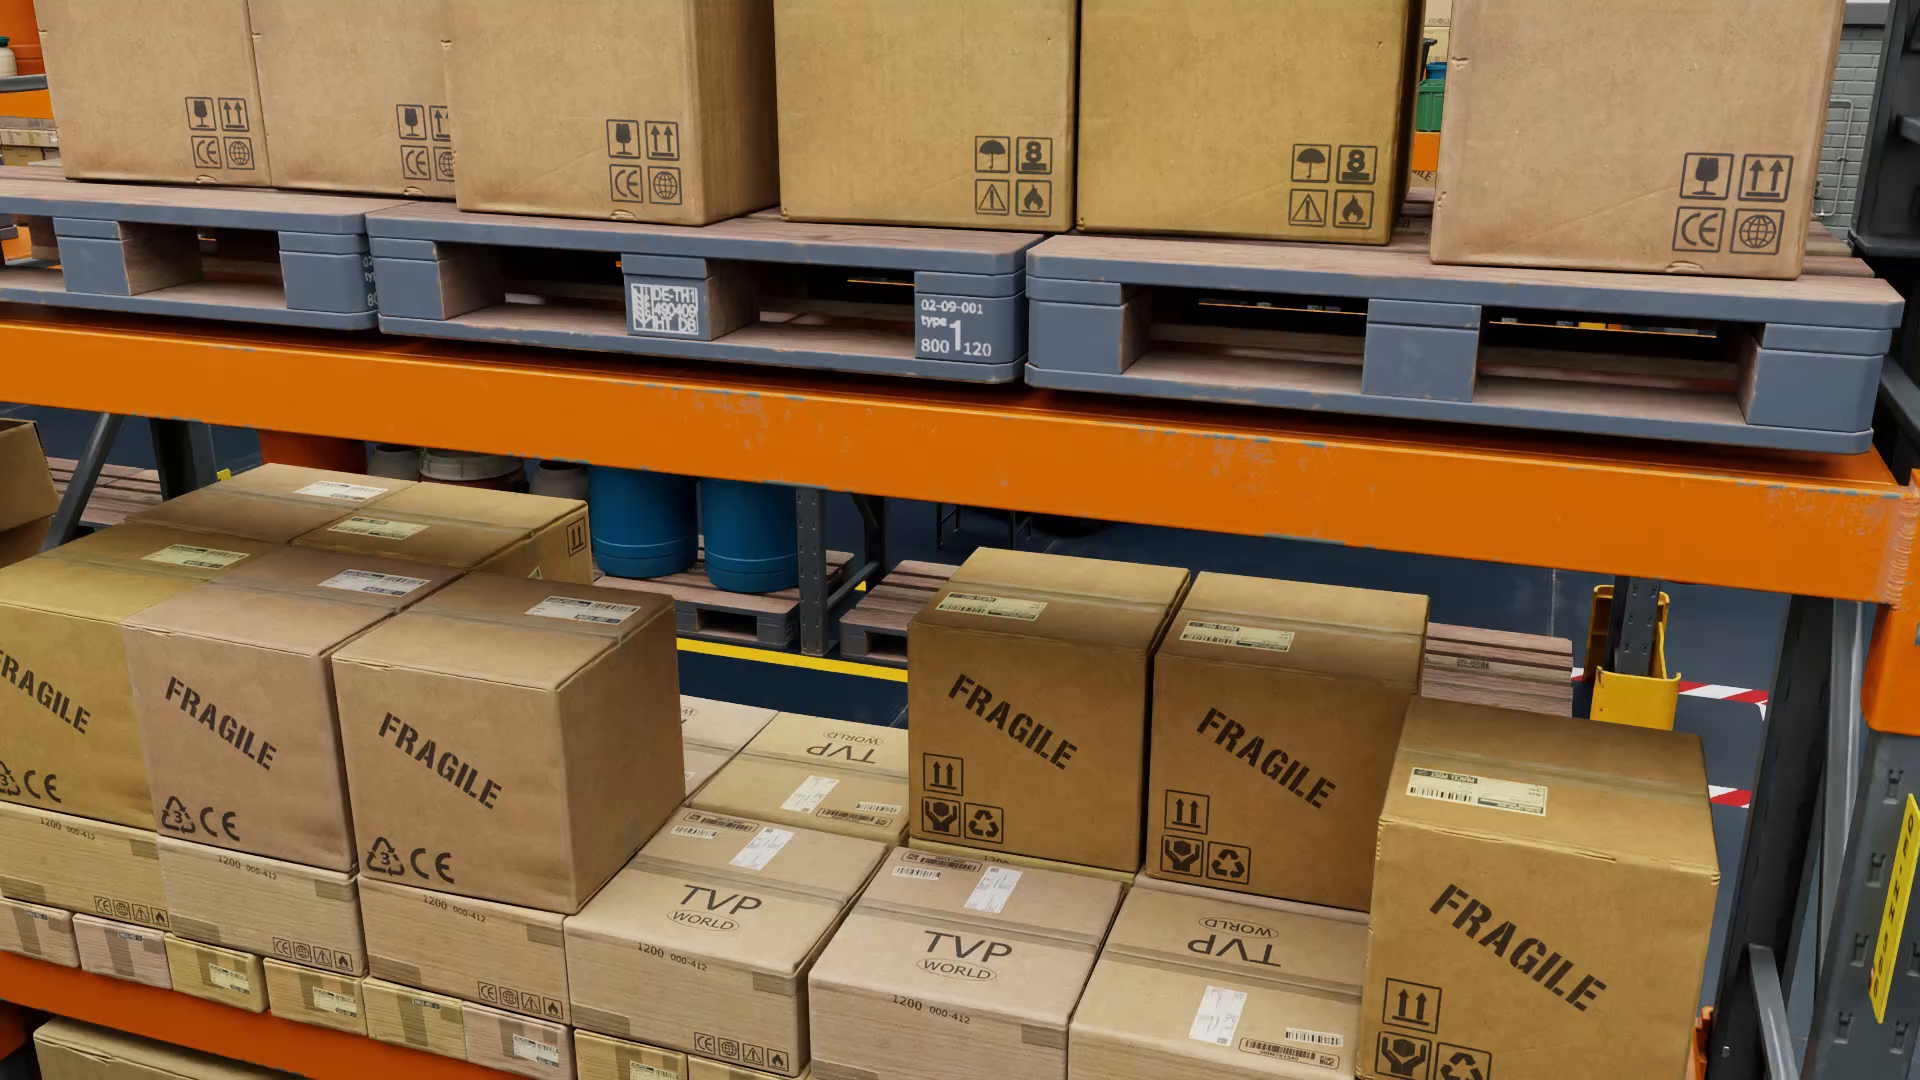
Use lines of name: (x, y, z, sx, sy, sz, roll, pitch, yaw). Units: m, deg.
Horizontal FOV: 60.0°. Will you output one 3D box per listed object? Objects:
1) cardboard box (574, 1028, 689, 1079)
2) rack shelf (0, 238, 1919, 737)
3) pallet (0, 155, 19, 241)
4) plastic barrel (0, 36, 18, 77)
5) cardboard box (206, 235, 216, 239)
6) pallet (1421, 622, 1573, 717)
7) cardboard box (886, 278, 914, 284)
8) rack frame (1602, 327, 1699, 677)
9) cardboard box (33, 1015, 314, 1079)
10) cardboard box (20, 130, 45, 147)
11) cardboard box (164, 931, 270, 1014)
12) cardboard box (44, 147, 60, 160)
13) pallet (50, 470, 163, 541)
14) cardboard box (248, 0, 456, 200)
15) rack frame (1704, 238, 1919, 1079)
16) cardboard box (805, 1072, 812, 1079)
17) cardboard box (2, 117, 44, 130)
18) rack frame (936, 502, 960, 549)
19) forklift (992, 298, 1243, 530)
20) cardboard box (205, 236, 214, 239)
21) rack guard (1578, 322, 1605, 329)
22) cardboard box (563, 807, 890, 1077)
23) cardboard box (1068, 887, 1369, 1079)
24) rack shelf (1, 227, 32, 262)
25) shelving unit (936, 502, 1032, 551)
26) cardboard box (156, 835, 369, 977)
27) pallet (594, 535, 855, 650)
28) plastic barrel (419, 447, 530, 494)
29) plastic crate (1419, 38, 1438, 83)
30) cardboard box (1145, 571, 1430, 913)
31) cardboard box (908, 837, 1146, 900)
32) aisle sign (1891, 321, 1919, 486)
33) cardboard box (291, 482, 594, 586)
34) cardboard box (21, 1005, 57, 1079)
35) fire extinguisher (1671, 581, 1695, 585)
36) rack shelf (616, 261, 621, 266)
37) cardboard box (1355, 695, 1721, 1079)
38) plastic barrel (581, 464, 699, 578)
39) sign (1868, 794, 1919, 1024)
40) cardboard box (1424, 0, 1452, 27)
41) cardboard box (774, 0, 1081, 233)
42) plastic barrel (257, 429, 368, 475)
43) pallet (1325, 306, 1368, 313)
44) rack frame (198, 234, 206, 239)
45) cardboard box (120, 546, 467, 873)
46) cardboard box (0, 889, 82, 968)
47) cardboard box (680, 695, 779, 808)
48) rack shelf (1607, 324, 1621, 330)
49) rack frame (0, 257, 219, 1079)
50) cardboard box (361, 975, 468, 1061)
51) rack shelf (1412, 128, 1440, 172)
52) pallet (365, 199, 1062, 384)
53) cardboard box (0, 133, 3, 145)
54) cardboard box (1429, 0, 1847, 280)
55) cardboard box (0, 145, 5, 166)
cardboard box: (-0.604, 1.010, 3.504, 0.250, 0.149, 0.380, 6, 20, 16)
rack shelf: (-0.358, -0.273, 3.337, 4.000, 0.370, 1.077, 7, 20, 18)
pallet: (-3.130, -0.822, 4.110, 1.217, 0.209, 0.805, 6, 20, 16)
plastic barrel: (-5.678, -2.800, 9.705, 0.301, 0.262, 0.301, 0, 19, 0)
cardboard box: (-7.360, -2.809, 16.478, 0.500, 0.500, 0.500, 7, 20, 18)
pallet: (2.390, 0.696, 8.260, 1.213, 0.211, 1.003, 7, 20, 18)
cardboard box: (-0.314, -2.109, 14.060, 0.500, 0.250, 0.500, 7, 20, 18)
rack frame: (3.157, -0.520, 7.511, 0.127, 3.000, 1.000, 7, 20, 18)
cardboard box: (-1.650, 1.489, 4.337, 0.875, 0.875, 0.875, 7, 20, 18)
cardboard box: (-8.811, -3.894, 16.052, 0.250, 0.149, 0.380, 6, 20, 17)
cardboard box: (-1.580, 0.899, 3.823, 0.250, 0.149, 0.380, 7, 20, 20)
cardboard box: (-8.428, -3.614, 16.236, 0.500, 0.500, 0.700, 7, 20, 20)
pallet: (-5.119, -0.163, 10.724, 1.213, 0.211, 1.003, 7, 20, 18)
cardboard box: (-0.982, -0.996, 3.377, 0.500, 0.500, 0.700, 8, 21, 21)
rack frame: (1.531, 1.020, 3.093, 0.127, 3.000, 1.000, 7, 20, 18)
cardboard box: (-0.124, 1.065, 3.346, 0.250, 0.149, 0.380, 7, 20, 18)
cardboard box: (-8.867, -4.278, 16.170, 0.500, 0.500, 0.700, 7, 20, 18)
rack frame: (-0.074, -1.000, 10.255, 0.015, 2.100, 0.400, 7, 20, 18)
forklift: (1.352, -1.854, 11.441, 1.130, 2.935, 3.031, 17, 25, 40)
cardboard box: (-7.528, -2.650, 16.021, 0.500, 0.500, 0.500, 7, 20, 18)
rack guard: (6.430, -2.417, 16.752, 0.348, 0.500, 1.175, 7, 20, 18)
cardboard box: (-0.467, 0.816, 3.455, 0.500, 0.250, 0.500, 7, 20, 18)
cardboard box: (0.507, 0.925, 3.140, 0.500, 0.250, 0.500, 6, 20, 17)
rack shelf: (-4.137, -0.705, 4.577, 4.000, 0.370, 1.077, 7, 20, 18)
shelving unit: (0.156, -0.974, 10.179, 0.503, 2.100, 0.431, 7, 20, 18)
cardboard box: (-1.421, 0.706, 3.770, 0.500, 0.250, 0.500, 6, 20, 18)
pallet: (-1.337, 0.268, 9.486, 1.213, 0.211, 1.003, 7, 20, 18)
plastic barrel: (-2.866, -0.274, 9.831, 0.708, 0.588, 0.600, 7, 20, 18)
plastic crate: (1.804, -2.158, 7.746, 0.767, 0.338, 0.504, 7, 20, 18)
cardboard box: (0.694, 0.406, 3.490, 0.500, 0.500, 0.500, 6, 20, 17)
cardboard box: (0.200, 0.705, 3.772, 0.500, 0.250, 0.500, 6, 20, 16)
aisle sign: (1.698, -0.293, 2.910, 0.004, 0.787, 0.394, 7, 20, 18)
cardboard box: (-1.253, 0.186, 4.122, 0.500, 0.500, 0.500, 7, 20, 19)
cardboard box: (-2.858, 1.330, 4.794, 0.875, 0.875, 1.225, 7, 20, 18)
fire extinguisher: (3.150, -0.150, 7.133, 0.183, 0.674, 0.296, 7, 20, 18)
rack shelf: (-0.882, -2.368, 13.906, 4.000, 0.370, 1.077, 7, 20, 18)
cardboard box: (0.985, 0.625, 2.862, 0.500, 0.500, 0.500, 7, 20, 19)
plastic barrel: (-1.799, -0.300, 9.430, 0.708, 0.901, 0.600, 7, 20, 18)
sign: (1.340, 0.529, 2.384, 0.005, 0.325, 0.100, 7, 20, 18)
cardboard box: (3.273, -3.727, 11.622, 0.500, 0.250, 0.500, 7, 20, 18)
cardboard box: (0.026, -0.868, 3.009, 0.500, 0.500, 0.700, 5, 20, 14)
plastic barrel: (-3.933, -0.510, 10.142, 0.708, 0.830, 0.600, 7, 20, 18)
pallet: (4.478, -2.478, 17.364, 1.213, 0.211, 1.003, 7, 20, 18)
rack frame: (-4.400, -1.384, 9.990, 0.127, 3.000, 1.000, 7, 20, 18)
cardboard box: (-1.416, 0.351, 3.649, 0.500, 0.500, 0.500, 7, 20, 18)
cardboard box: (-2.077, 0.842, 3.985, 0.250, 0.149, 0.380, 7, 20, 18)
cardboard box: (-0.772, 0.595, 4.089, 0.500, 0.250, 0.500, 7, 20, 19)
rack shelf: (2.896, -1.936, 12.666, 4.000, 0.370, 1.077, 7, 20, 18)
rack frame: (-2.247, 0.588, 4.333, 0.127, 3.000, 1.000, 7, 20, 18)
cardboard box: (-1.089, 0.954, 3.664, 0.250, 0.149, 0.380, 6, 20, 17)
rack shelf: (1.267, -1.813, 7.755, 4.000, 0.370, 1.077, 7, 20, 18)
pallet: (-0.329, -0.563, 3.211, 1.213, 0.211, 1.003, 7, 20, 18)
cardboard box: (-9.305, -3.949, 16.211, 0.250, 0.149, 0.380, 6, 20, 17)
cardboard box: (1.022, -0.729, 2.611, 0.500, 0.500, 0.700, 5, 20, 15)
cardboard box: (-9.394, -3.726, 16.555, 0.500, 0.500, 0.700, 7, 20, 19)
